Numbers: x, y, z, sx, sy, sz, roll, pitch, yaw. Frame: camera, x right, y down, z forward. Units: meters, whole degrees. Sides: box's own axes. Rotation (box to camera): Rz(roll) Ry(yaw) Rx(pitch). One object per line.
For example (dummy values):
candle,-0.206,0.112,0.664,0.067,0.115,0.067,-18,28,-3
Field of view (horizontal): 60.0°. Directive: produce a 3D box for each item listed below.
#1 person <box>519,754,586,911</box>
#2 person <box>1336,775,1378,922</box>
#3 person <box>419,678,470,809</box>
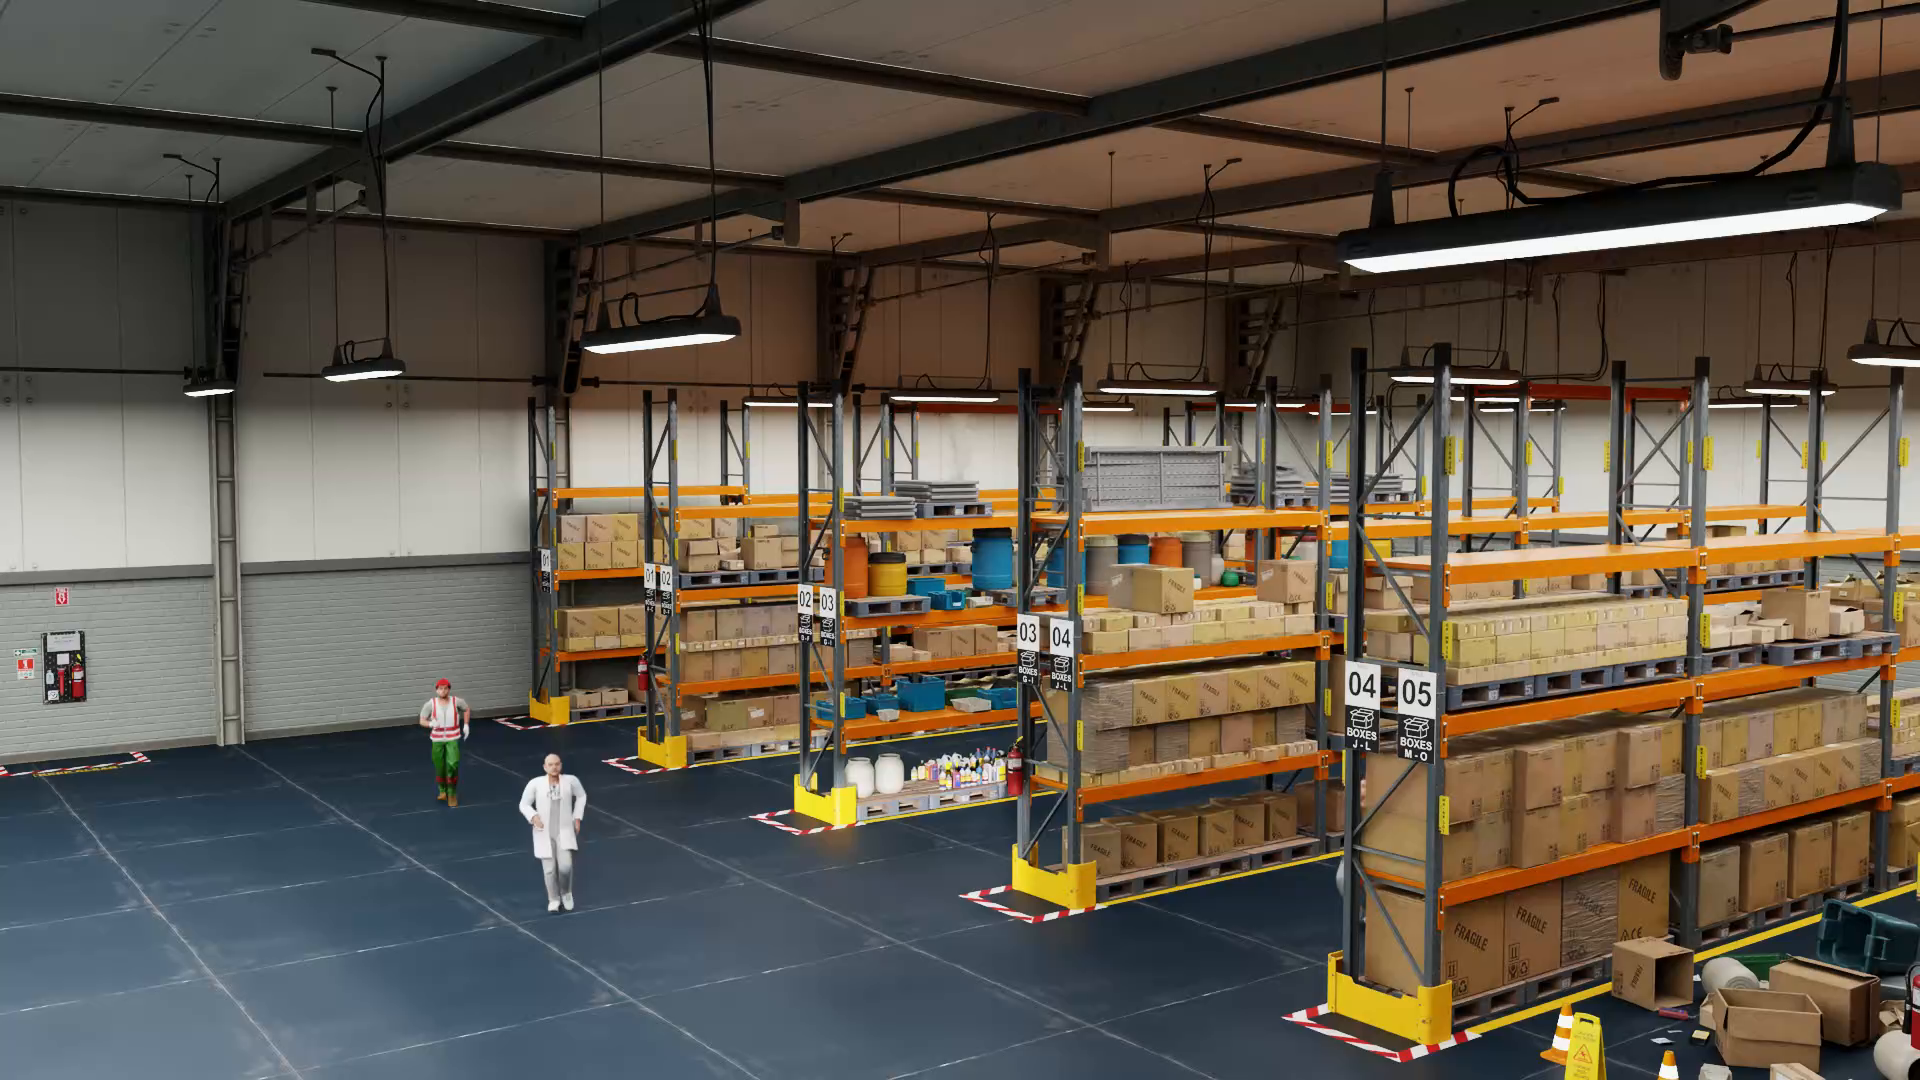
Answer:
person,-4.439,3.212,18.163,0.717,1.746,0.654,-1,3,-14
person,4.291,3.294,17.585,0.553,1.653,0.721,3,4,41
person,-7.307,2.879,23.569,0.665,1.851,0.776,-1,3,-13
